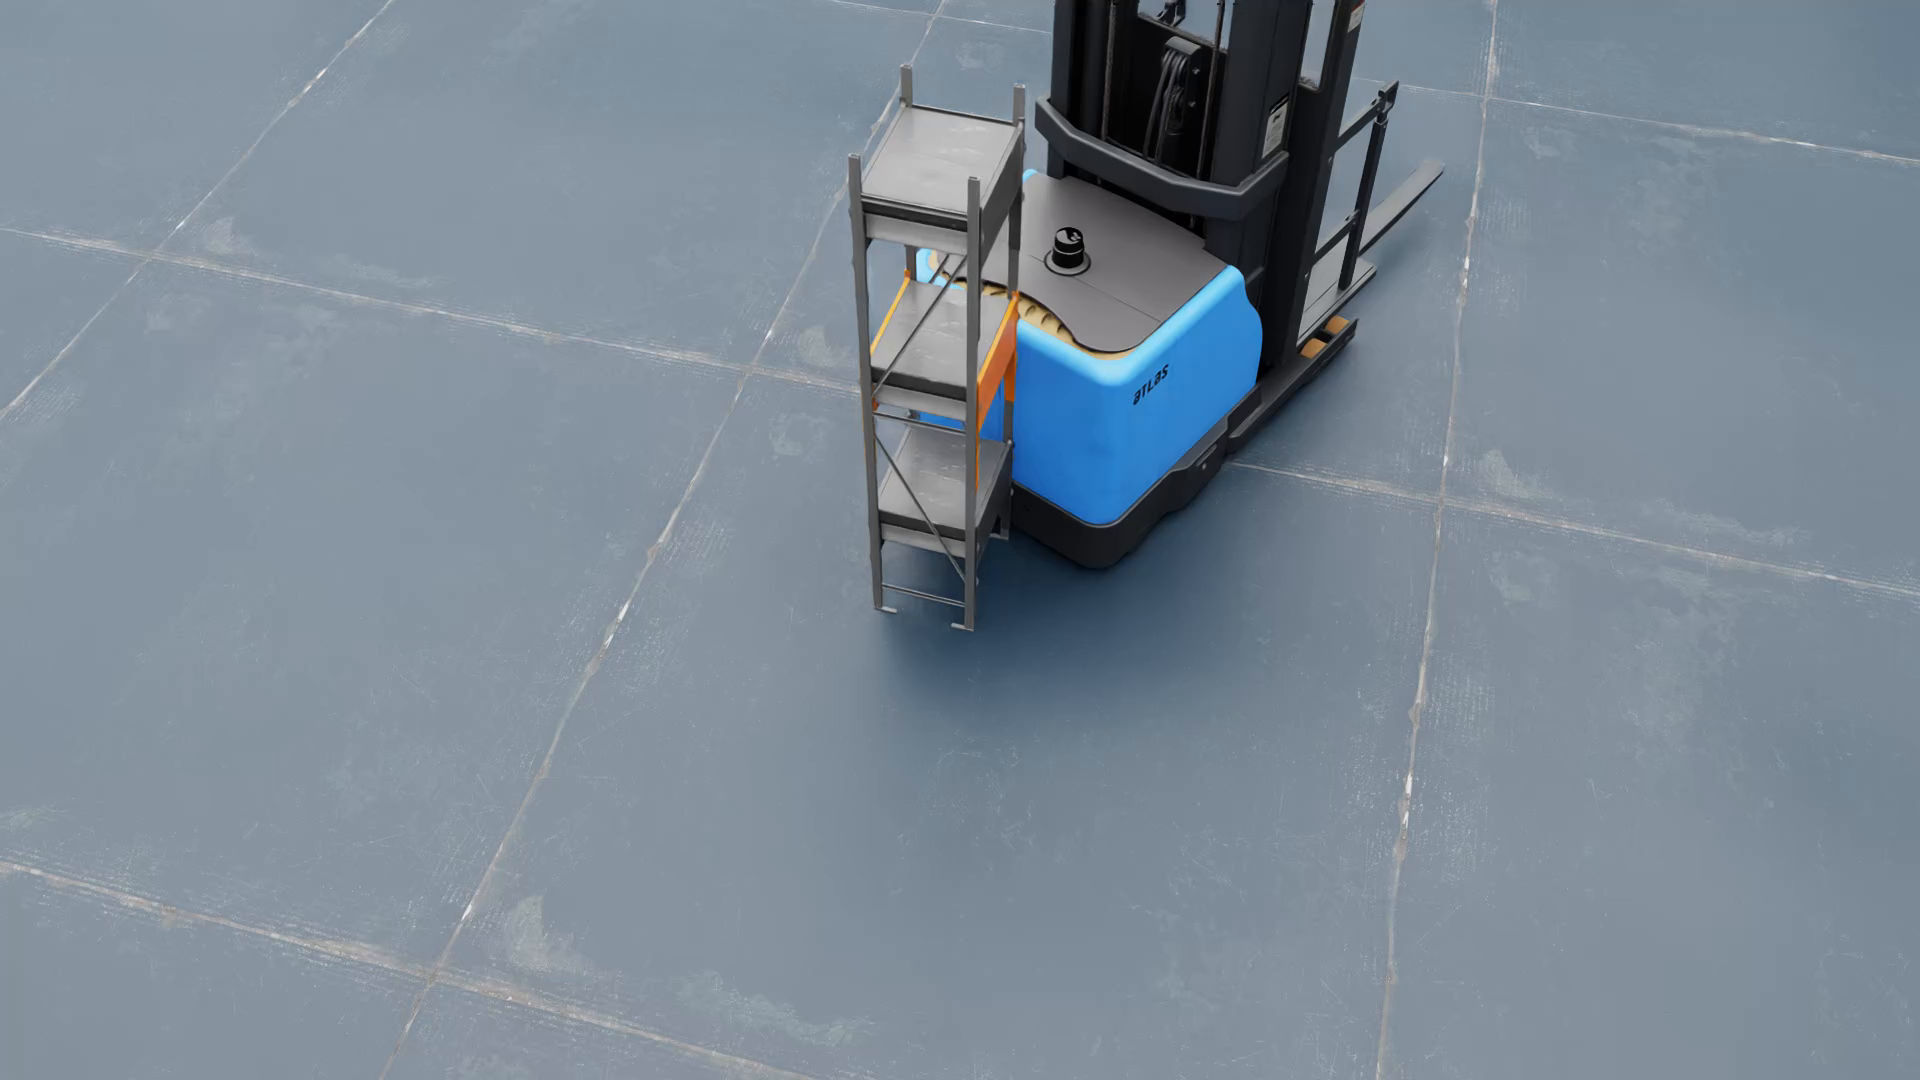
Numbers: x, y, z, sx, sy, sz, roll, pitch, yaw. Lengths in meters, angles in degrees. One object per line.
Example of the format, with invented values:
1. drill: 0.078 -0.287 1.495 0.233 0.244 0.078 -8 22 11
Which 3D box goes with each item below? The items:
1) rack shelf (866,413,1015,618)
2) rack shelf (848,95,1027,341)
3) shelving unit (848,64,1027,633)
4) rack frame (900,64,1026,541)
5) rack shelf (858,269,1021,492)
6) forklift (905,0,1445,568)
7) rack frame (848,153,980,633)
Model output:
1. rack shelf: -0.067 -0.092 6.301 0.431 0.518 0.480 13 50 11
2. rack shelf: -0.064 -1.017 5.250 0.431 0.518 0.480 13 50 11
3. shelving unit: -0.065 -0.564 5.765 0.431 2.100 0.503 13 50 11
4. rack frame: 0.006 -0.739 5.920 0.400 2.100 0.015 13 50 11
5. rack shelf: -0.065 -0.555 5.775 0.431 0.518 0.480 13 50 11
6. forklift: 1.103 -1.904 6.395 1.130 2.935 3.031 32 56 25
7. rack frame: -0.137 -0.389 5.611 0.400 2.100 0.015 13 50 11
